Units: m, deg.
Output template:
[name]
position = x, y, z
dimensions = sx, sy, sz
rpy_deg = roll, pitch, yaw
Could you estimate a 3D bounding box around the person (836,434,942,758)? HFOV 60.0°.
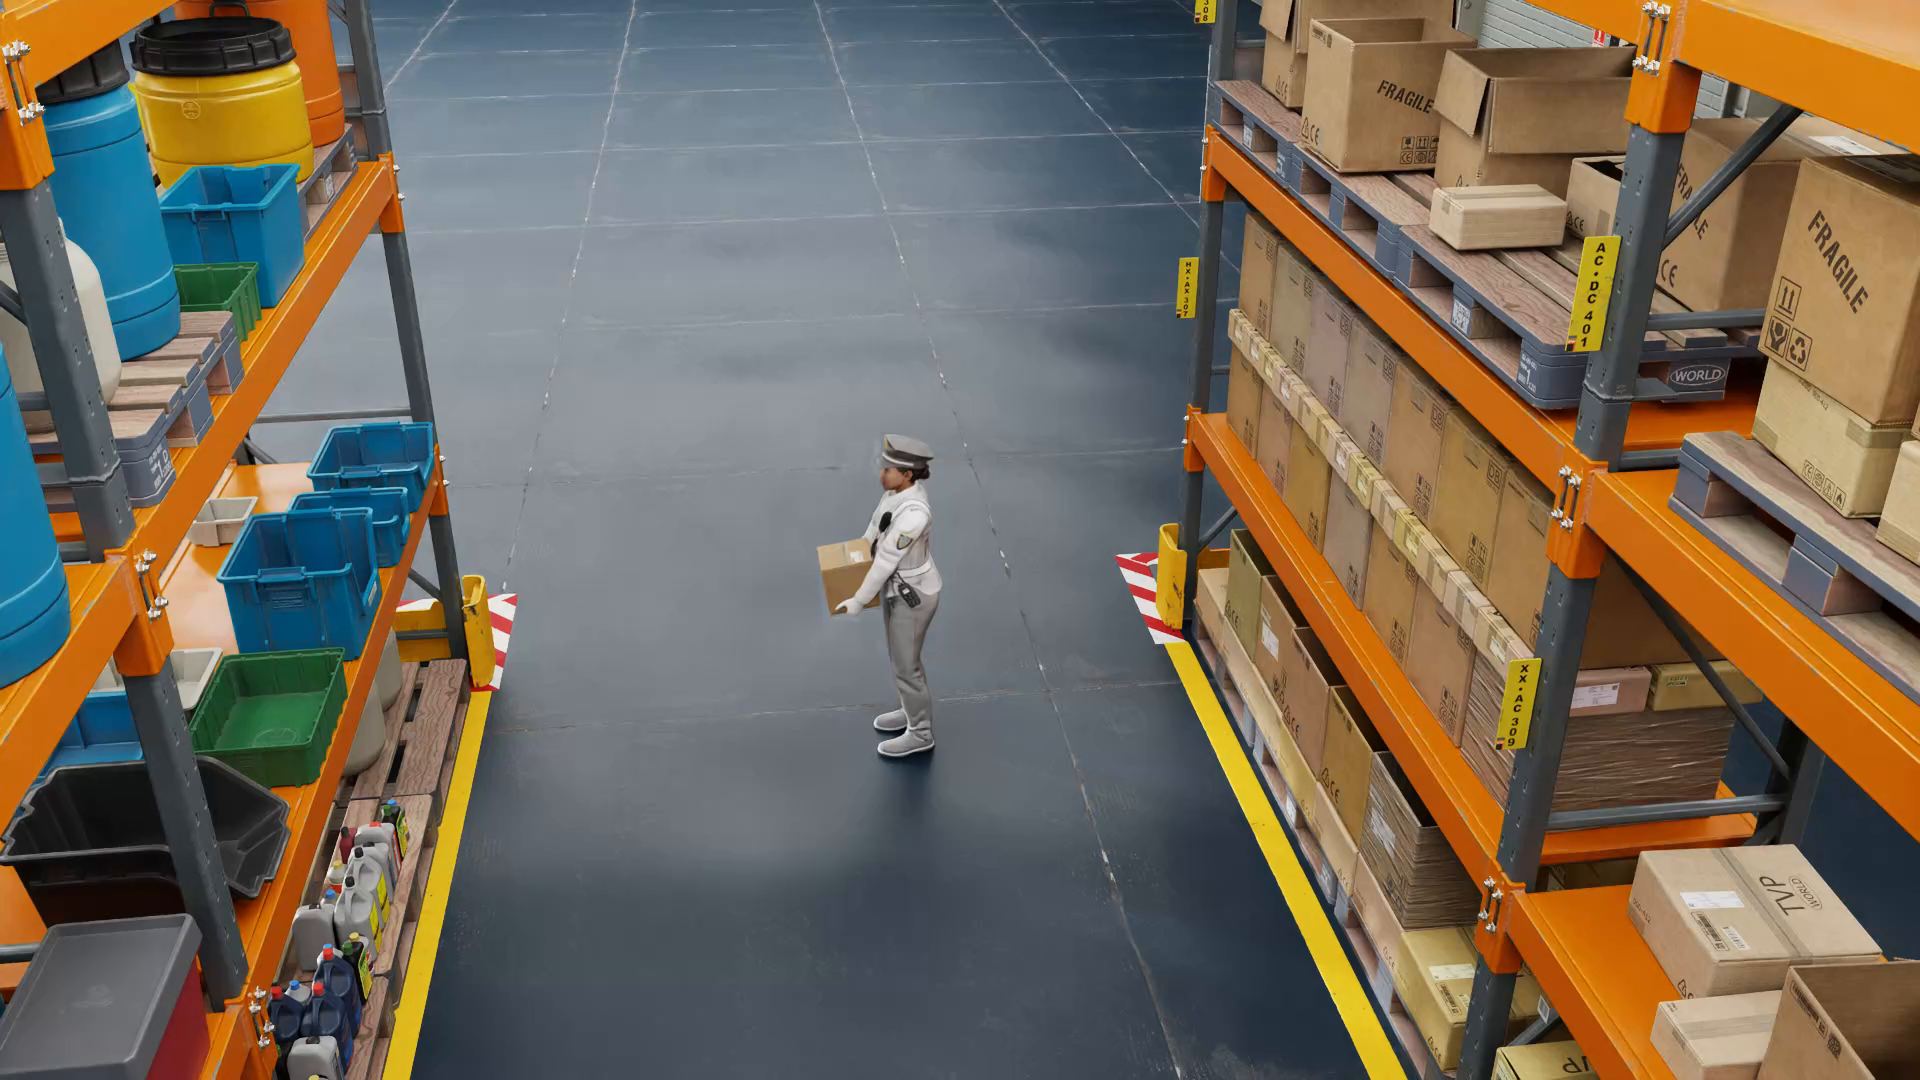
[person]
position = -0.352, 0.271, 8.075
dimensions = 0.526, 1.688, 0.416
rpy_deg = -4, 28, -8
